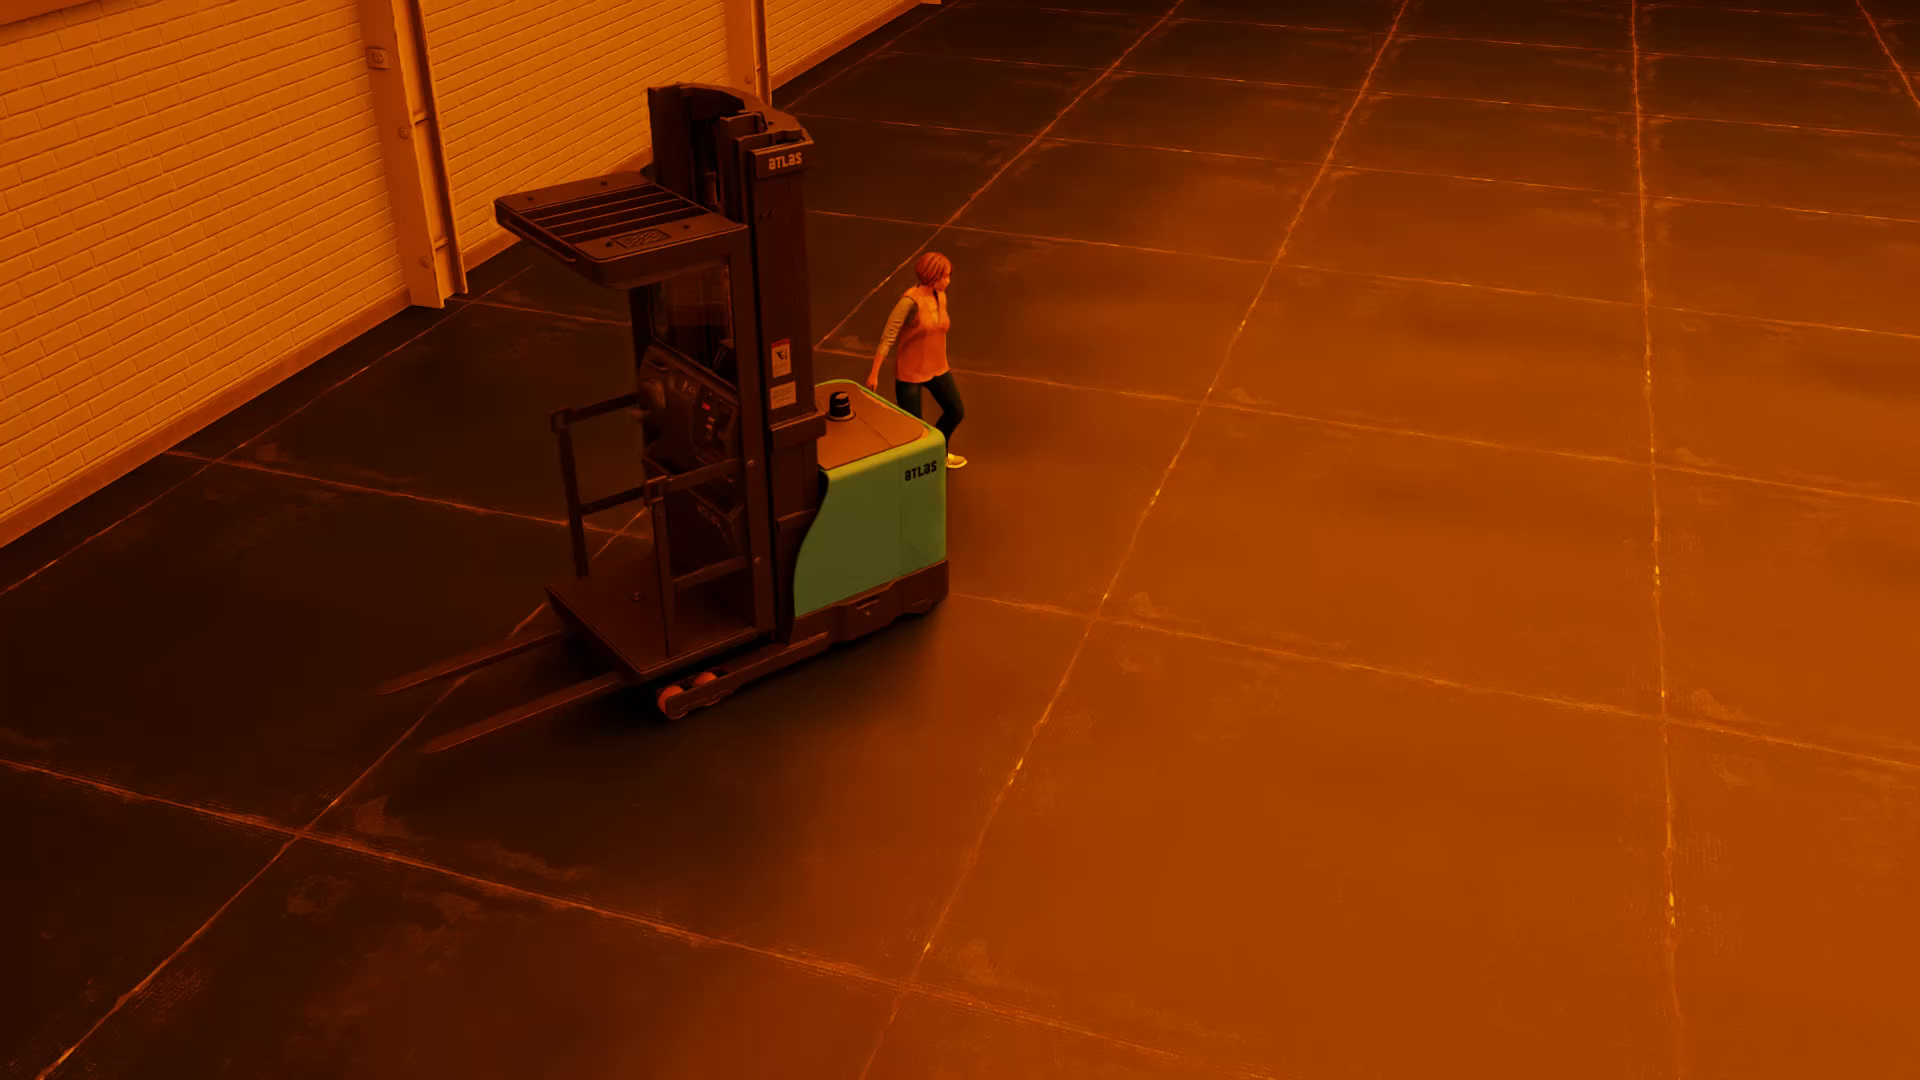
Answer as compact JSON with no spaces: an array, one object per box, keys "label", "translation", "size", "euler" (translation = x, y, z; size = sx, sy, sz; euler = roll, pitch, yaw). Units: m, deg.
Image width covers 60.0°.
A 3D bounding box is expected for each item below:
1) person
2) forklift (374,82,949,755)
[{"label":"person","translation":[-0.288,-1.048,10.439],"size":[0.745,1.556,0.420],"euler":[-26,38,-37]},{"label":"forklift","translation":[-1.537,-0.655,8.286],"size":[3.031,2.935,1.130],"euler":[-21,36,-32]}]
